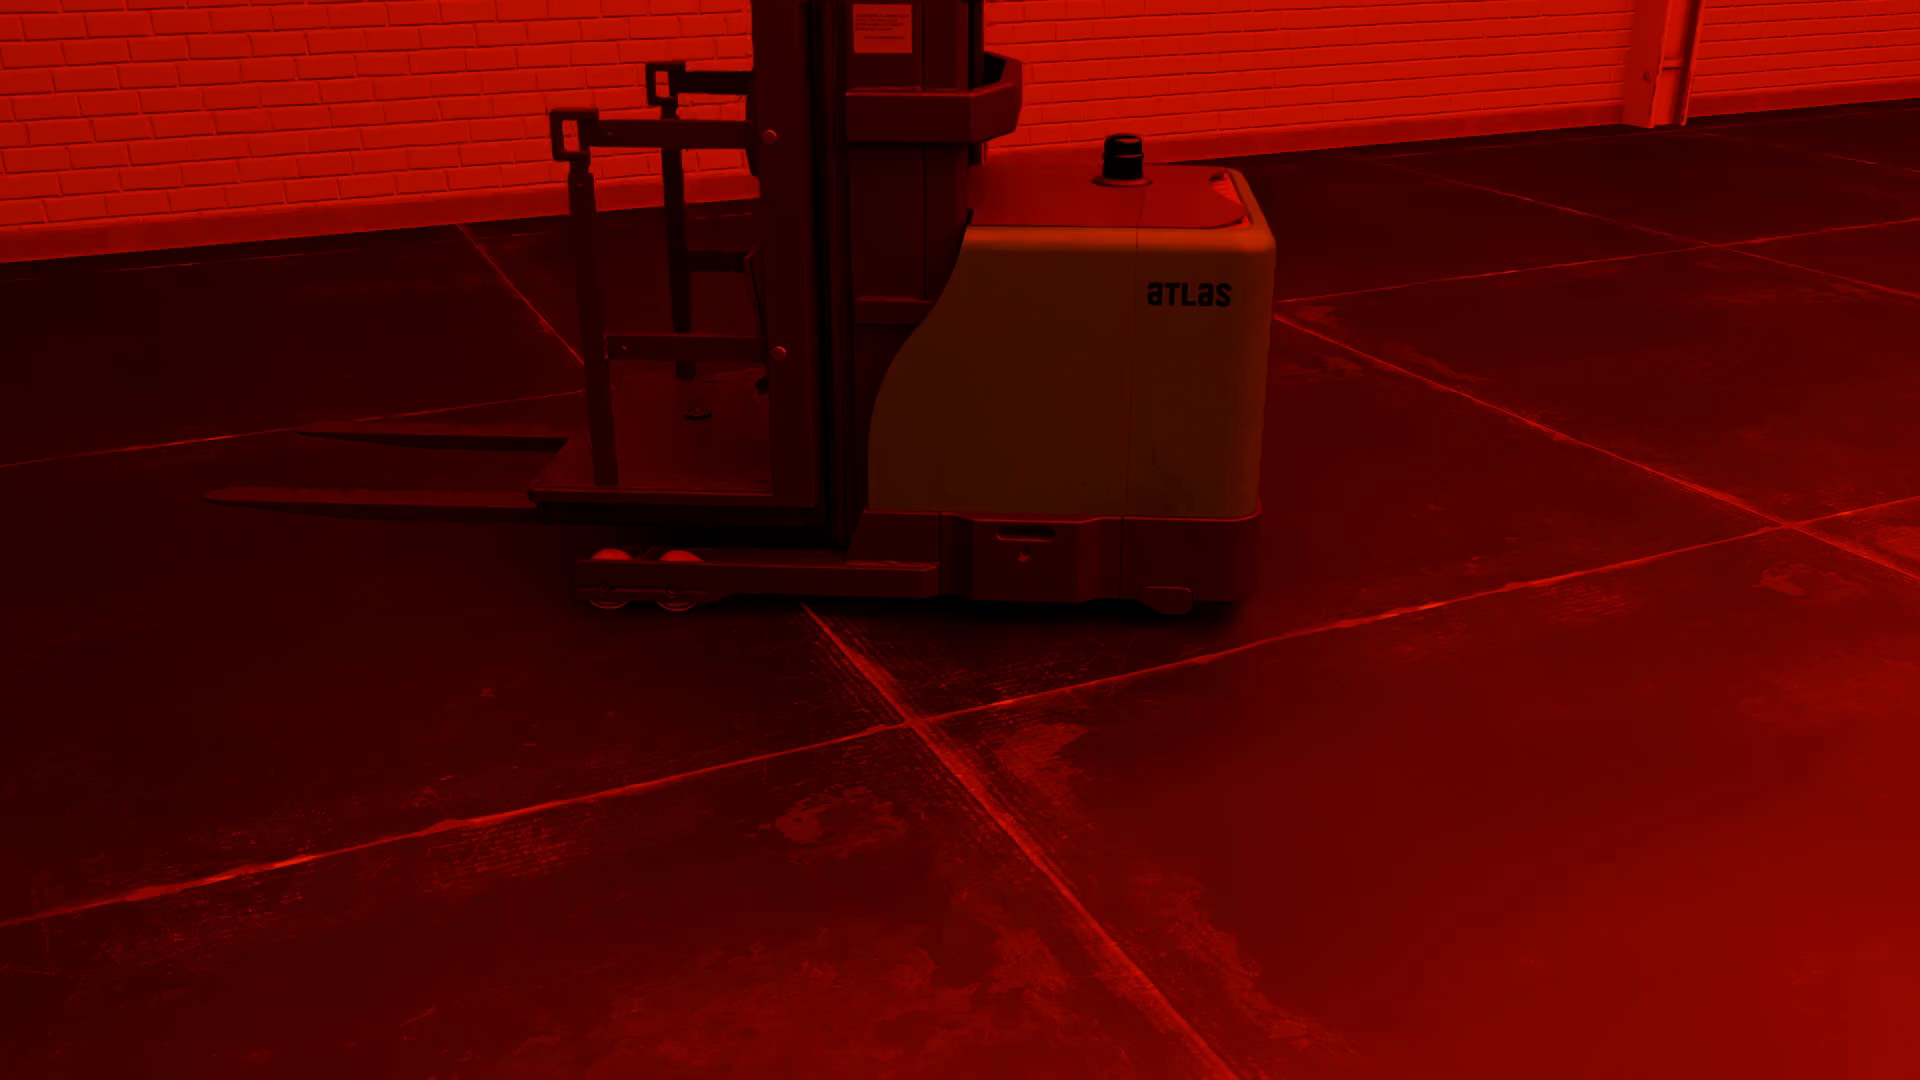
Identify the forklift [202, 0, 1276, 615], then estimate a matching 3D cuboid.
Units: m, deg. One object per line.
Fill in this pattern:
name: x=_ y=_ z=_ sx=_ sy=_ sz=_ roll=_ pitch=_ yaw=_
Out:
forklift: x=-0.665 y=-1.355 z=4.548 sx=3.031 sy=2.935 sz=1.130 roll=1 pitch=23 yaw=4
